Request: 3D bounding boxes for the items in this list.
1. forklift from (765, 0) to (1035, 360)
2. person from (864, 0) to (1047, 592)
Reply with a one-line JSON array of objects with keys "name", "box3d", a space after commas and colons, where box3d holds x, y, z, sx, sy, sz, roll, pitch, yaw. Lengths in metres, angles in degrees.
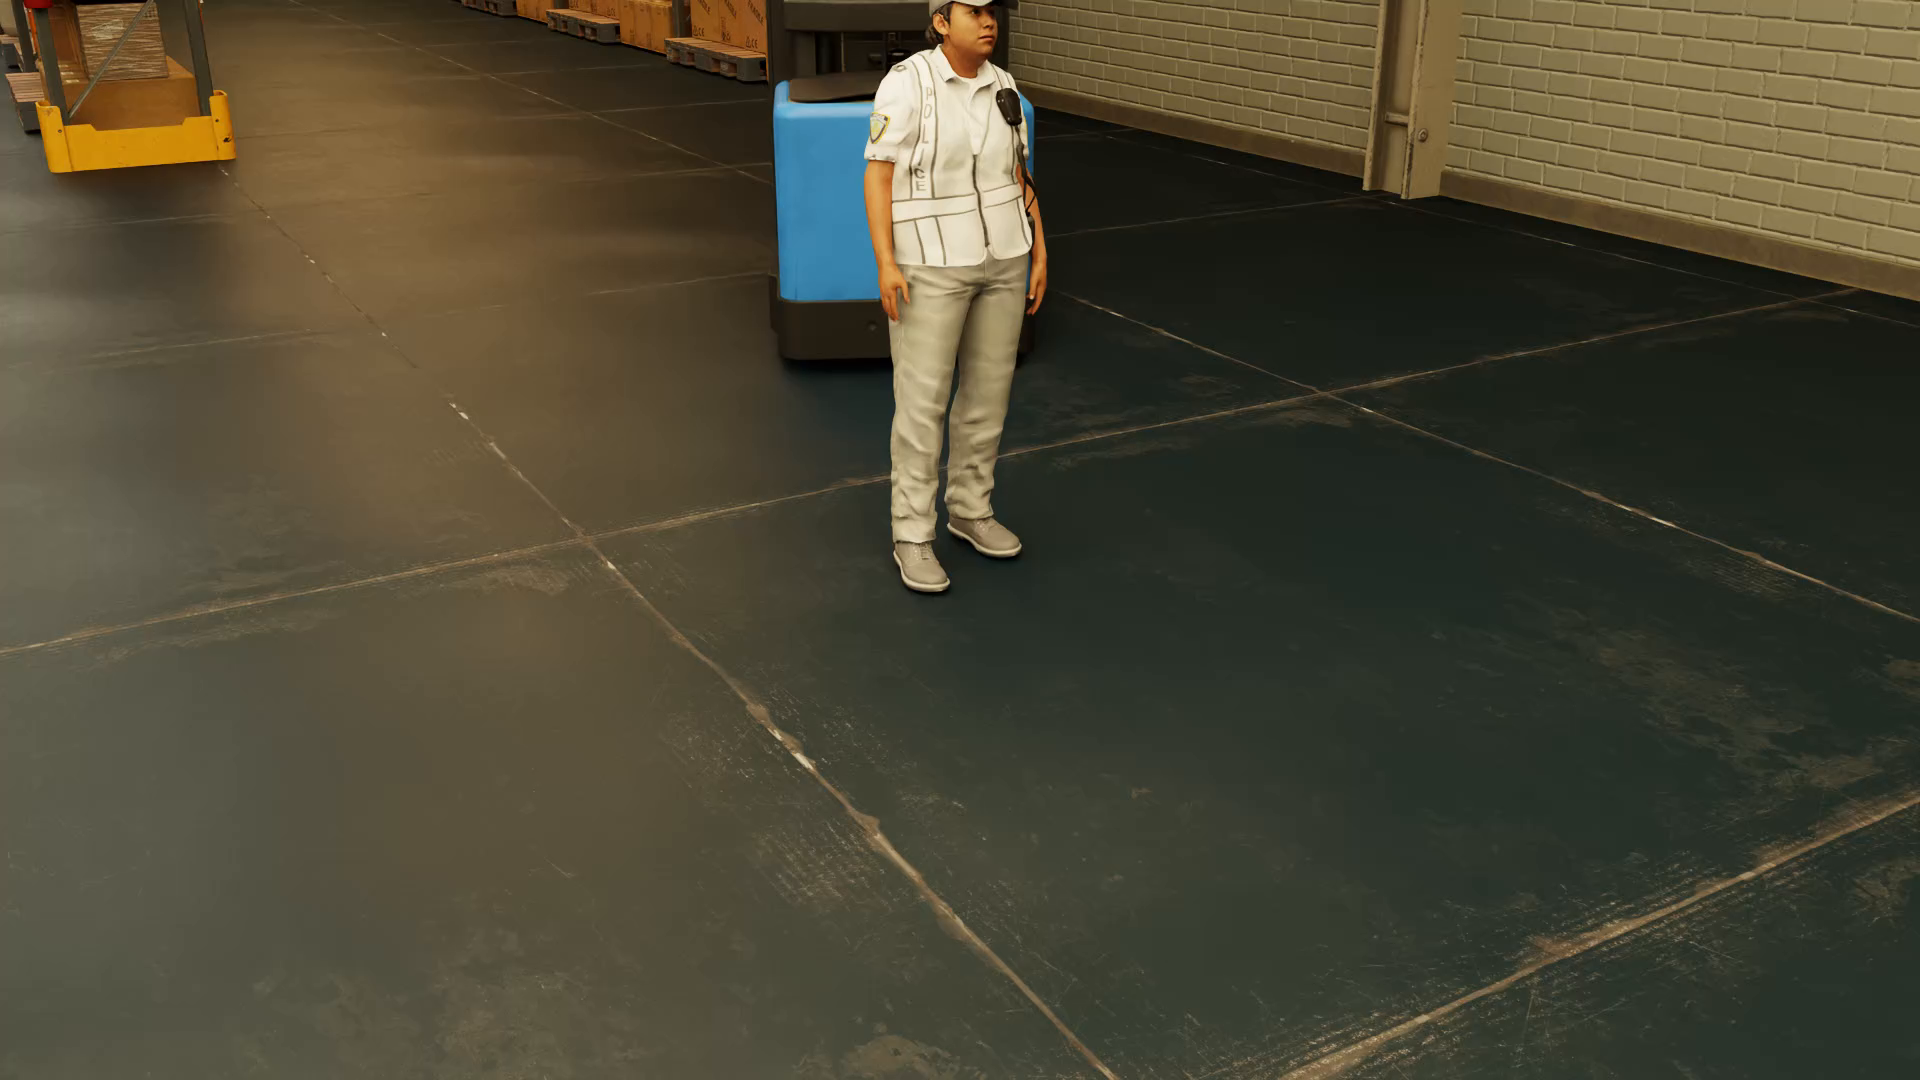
[{"name": "forklift", "box3d": [-0.348, -2.603, 7.618, 1.130, 2.935, 3.031, -2, 22, -5]}, {"name": "person", "box3d": [0.019, -0.748, 4.744, 0.598, 1.670, 0.529, -12, 25, -28]}]
